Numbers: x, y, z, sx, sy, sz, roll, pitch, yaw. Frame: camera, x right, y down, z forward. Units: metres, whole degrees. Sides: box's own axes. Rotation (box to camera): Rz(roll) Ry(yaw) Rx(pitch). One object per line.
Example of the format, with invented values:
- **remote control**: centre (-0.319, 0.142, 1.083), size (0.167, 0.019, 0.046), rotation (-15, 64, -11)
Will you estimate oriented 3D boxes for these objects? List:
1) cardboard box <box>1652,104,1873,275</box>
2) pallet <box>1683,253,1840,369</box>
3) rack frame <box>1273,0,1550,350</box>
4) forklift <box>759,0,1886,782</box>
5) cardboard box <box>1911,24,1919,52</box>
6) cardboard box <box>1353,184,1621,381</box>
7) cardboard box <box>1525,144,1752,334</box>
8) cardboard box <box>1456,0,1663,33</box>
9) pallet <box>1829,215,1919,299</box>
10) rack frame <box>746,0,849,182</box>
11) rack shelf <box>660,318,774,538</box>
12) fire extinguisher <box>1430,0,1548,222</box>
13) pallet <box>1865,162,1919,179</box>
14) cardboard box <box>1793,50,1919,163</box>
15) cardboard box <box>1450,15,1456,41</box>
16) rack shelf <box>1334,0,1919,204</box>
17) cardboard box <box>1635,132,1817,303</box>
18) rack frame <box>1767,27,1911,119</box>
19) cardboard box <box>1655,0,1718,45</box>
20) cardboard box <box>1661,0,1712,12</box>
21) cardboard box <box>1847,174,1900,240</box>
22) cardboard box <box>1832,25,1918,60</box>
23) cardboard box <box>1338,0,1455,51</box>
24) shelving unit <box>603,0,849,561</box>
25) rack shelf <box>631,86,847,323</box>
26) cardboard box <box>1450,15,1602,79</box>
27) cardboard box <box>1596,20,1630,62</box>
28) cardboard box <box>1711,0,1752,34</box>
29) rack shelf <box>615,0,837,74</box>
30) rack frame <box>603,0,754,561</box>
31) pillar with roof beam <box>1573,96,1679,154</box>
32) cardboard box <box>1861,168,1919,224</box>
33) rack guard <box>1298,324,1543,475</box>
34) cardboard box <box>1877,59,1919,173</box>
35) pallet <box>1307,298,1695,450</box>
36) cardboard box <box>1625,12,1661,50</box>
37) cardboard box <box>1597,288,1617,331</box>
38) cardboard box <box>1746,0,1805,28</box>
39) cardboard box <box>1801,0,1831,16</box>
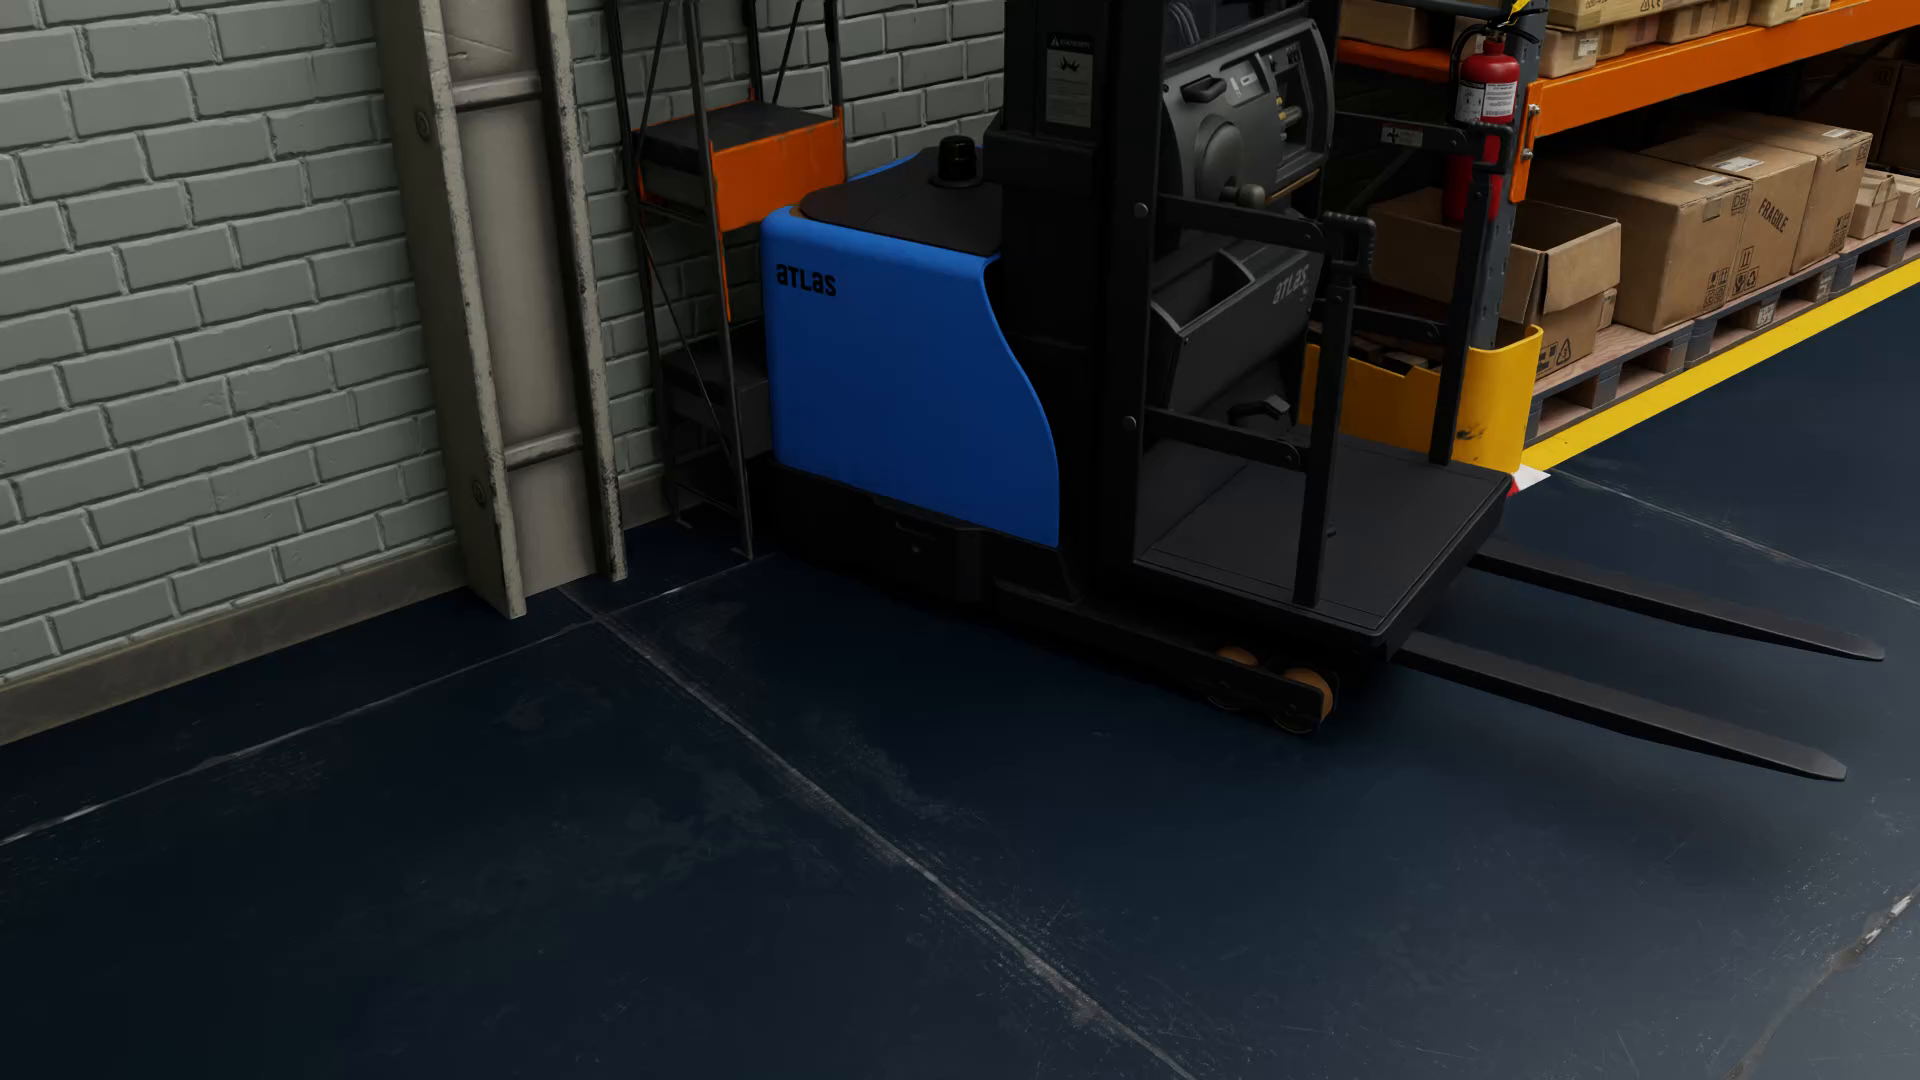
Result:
- **cardboard box**: centre (3.375, -1.510, 7.099), size (0.500, 0.500, 0.700), rotation (-23, 36, -37)
- **pallet**: centre (2.974, -1.117, 7.117), size (1.213, 0.211, 1.003), rotation (-22, 35, -35)
- **rack frame**: centre (1.383, -1.709, 5.265), size (0.127, 3.000, 1.000), rotation (-22, 35, -35)
- **forklift**: centre (0.922, -1.078, 4.157), size (3.031, 2.935, 1.130), rotation (17, 33, 29)
- **cardboard box**: centre (4.715, -2.600, 8.450), size (0.250, 0.149, 0.380), rotation (-22, 35, -35)
- **cardboard box**: centre (1.910, -0.946, 6.041), size (0.637, 0.503, 0.797), rotation (-24, 36, -37)
- **cardboard box**: centre (2.585, -1.192, 6.505), size (0.500, 0.500, 0.700), rotation (-20, 34, -33)
- **cardboard box**: centre (1.903, -1.816, 5.309), size (0.500, 0.250, 0.500), rotation (-22, 35, -35)
- **pallet**: centre (3.903, -1.493, 7.819), size (1.213, 0.211, 1.003), rotation (-22, 35, -35)
- **rack frame**: centre (-0.475, -1.098, 5.033), size (0.400, 2.100, 0.015), rotation (24, 38, 39)
- **rack shelf**: centre (-0.623, -0.384, 5.225), size (0.431, 0.518, 0.480), rotation (24, 38, 39)
- **fire extinguisher**: centre (1.571, -1.299, 4.977), size (0.183, 0.674, 0.296), rotation (-22, 35, -35)
- **pallet**: centre (5.020, -1.965, 8.703), size (1.213, 0.211, 1.003), rotation (-22, 35, -35)
- **cardboard box**: centre (4.607, -2.271, 8.524), size (0.500, 0.500, 0.500), rotation (-22, 35, -35)
- **cardboard box**: centre (1.694, -1.851, 5.798), size (0.250, 0.149, 0.380), rotation (-21, 34, -34)
- **rack shelf**: centre (2.904, -2.003, 6.579), size (4.000, 0.370, 1.077), rotation (-22, 35, -35)
- **cardboard box**: centre (3.052, -1.318, 6.740), size (0.500, 0.500, 0.500), rotation (-21, 35, -34)
- **rack frame**: centre (4.426, -2.932, 7.555), size (0.127, 3.000, 1.000), rotation (-22, 35, -35)
- **cardboard box**: centre (2.384, -1.843, 5.782), size (0.250, 0.149, 0.380), rotation (-21, 34, -33)
- **cardboard box**: centre (2.286, -1.970, 5.598), size (0.500, 0.250, 0.500), rotation (-21, 35, -34)
- **cardboard box**: centre (3.921, -1.527, 7.380), size (0.258, 0.266, 0.396), rotation (-20, 34, -33)
- **cardboard box**: centre (4.519, -2.517, 8.296), size (0.250, 0.149, 0.380), rotation (-24, 36, -37)
- **cardboard box**: centre (1.461, -1.796, 5.694), size (0.250, 0.149, 0.380), rotation (-22, 35, -35)
- **shelving unit**: centre (-0.646, -1.010, 4.883), size (0.431, 2.100, 0.503), rotation (24, 38, 39)
- **rack shelf**: centre (-0.645, -0.998, 4.889), size (0.431, 0.518, 0.480), rotation (24, 38, 39)
- **cardboard box**: centre (1.811, -1.600, 5.328), size (0.250, 0.149, 0.380), rotation (-22, 35, -35)
- **cardboard box**: centre (1.974, -1.694, 5.505), size (0.250, 0.149, 0.380), rotation (-21, 35, -34)
- **cardboard box**: centre (2.582, -1.926, 5.938), size (0.250, 0.149, 0.380), rotation (-21, 35, -34)
- **rack shelf**: centre (-0.668, -1.612, 4.554), size (0.431, 0.518, 0.480), rotation (24, 38, 39)
- **rack frame**: centre (-0.817, -0.921, 4.733), size (0.400, 2.100, 0.015), rotation (24, 38, 39)
- **pillar with roof beam**: centre (6.105, -4.145, 3.458), size (0.400, 9.000, 9.100), rotation (-22, 35, -35)
- **cardboard box**: centre (4.193, -1.585, 7.612), size (0.250, 0.149, 0.380), rotation (-23, 36, -36)
- **rack guard**: centre (1.441, -0.630, 5.898), size (0.348, 0.500, 1.175), rotation (-22, 35, -35)
- **cardboard box**: centre (4.940, -2.082, 8.171), size (0.500, 0.500, 0.500), rotation (-20, 34, -33)
- **pallet**: centre (2.046, -0.746, 6.423), size (1.213, 0.211, 1.003), rotation (-22, 35, -35)
- **cardboard box**: centre (2.152, -1.787, 5.679), size (0.250, 0.149, 0.380), rotation (-22, 35, -36)
- **cardboard box**: centre (2.258, -0.906, 6.341), size (0.250, 0.149, 0.380), rotation (-24, 36, -37)
- **cardboard box**: centre (2.823, -1.976, 6.032), size (0.250, 0.149, 0.380), rotation (-23, 36, -36)
- **cardboard box**: centre (3.010, -2.064, 6.197), size (0.250, 0.149, 0.380), rotation (-21, 35, -34)
